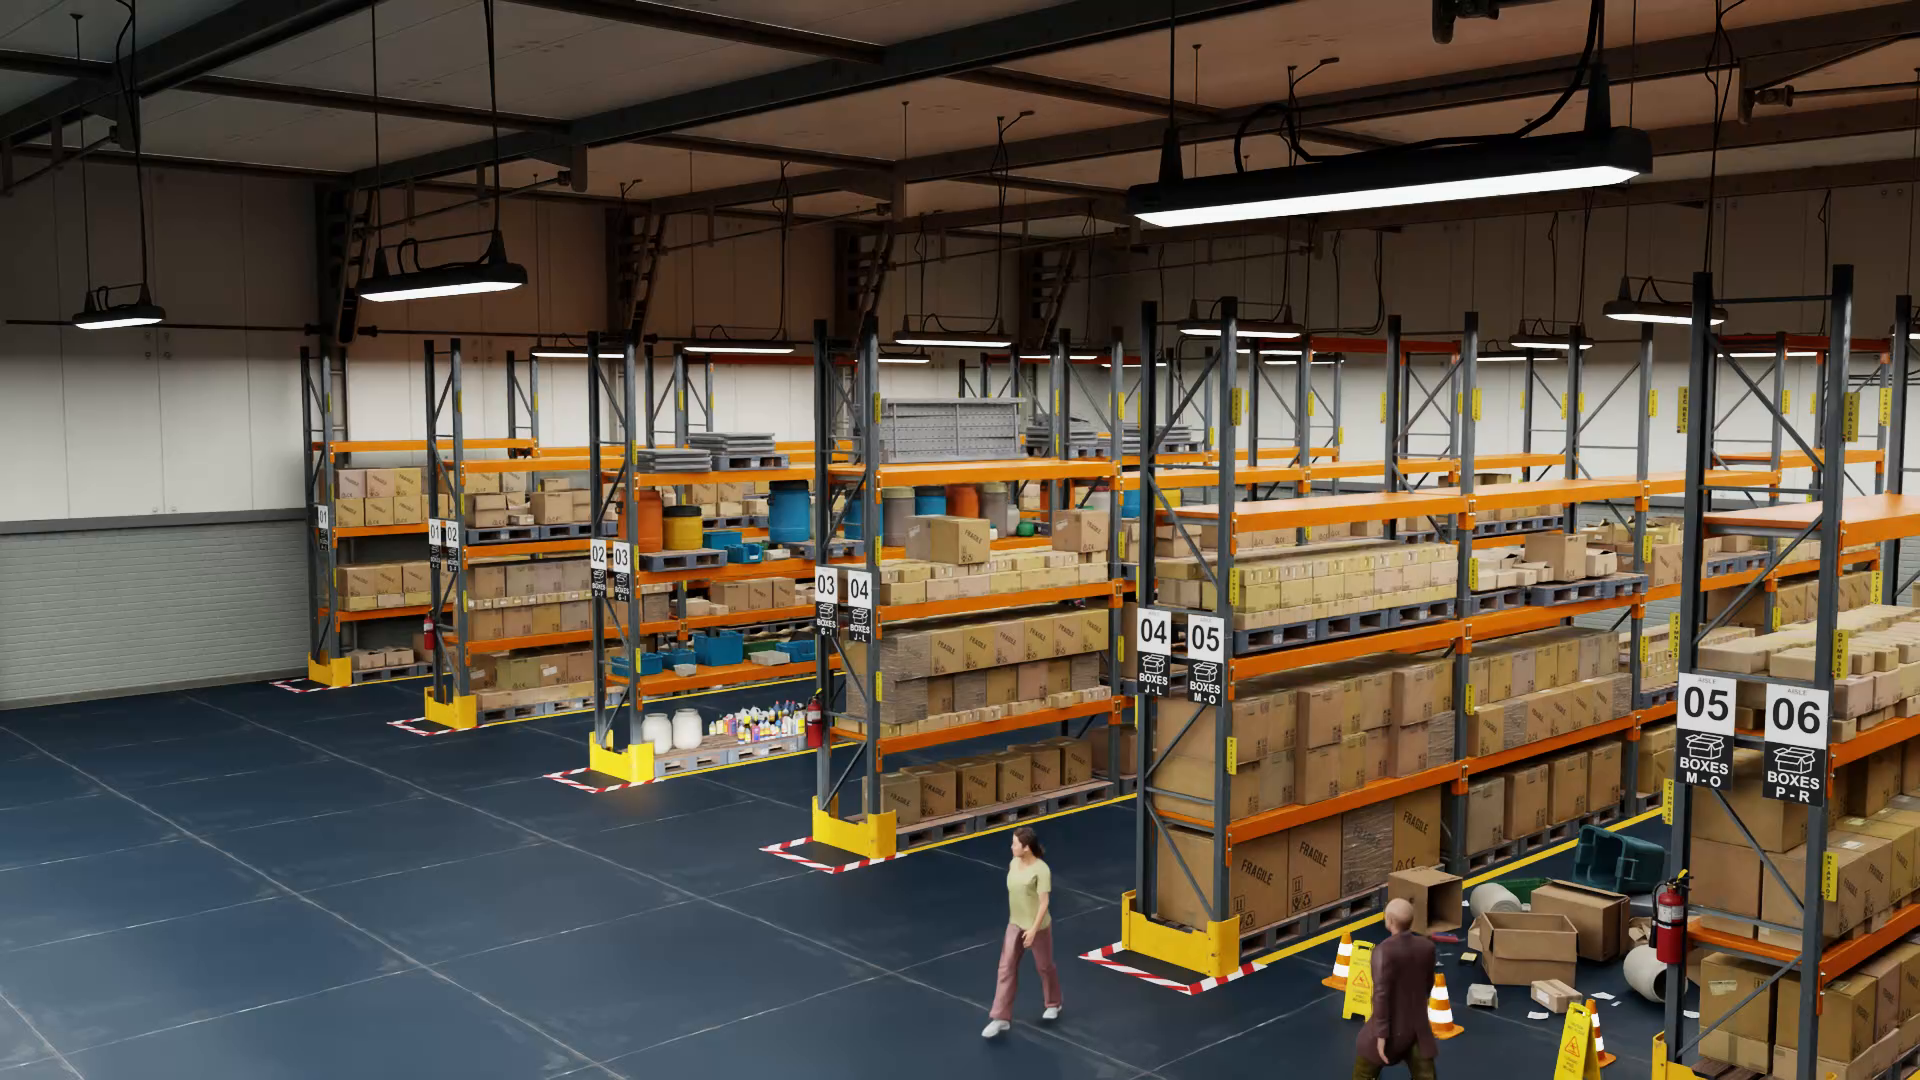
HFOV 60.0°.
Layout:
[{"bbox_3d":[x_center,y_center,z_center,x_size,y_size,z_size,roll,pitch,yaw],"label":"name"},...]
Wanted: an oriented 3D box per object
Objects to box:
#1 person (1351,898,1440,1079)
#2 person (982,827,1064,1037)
[{"bbox_3d":[2.985,3.298,11.344,0.585,1.723,1.163,-3,6,-28],"label":"person"},{"bbox_3d":[0.512,3.140,13.491,0.474,1.631,0.948,4,6,39],"label":"person"}]
